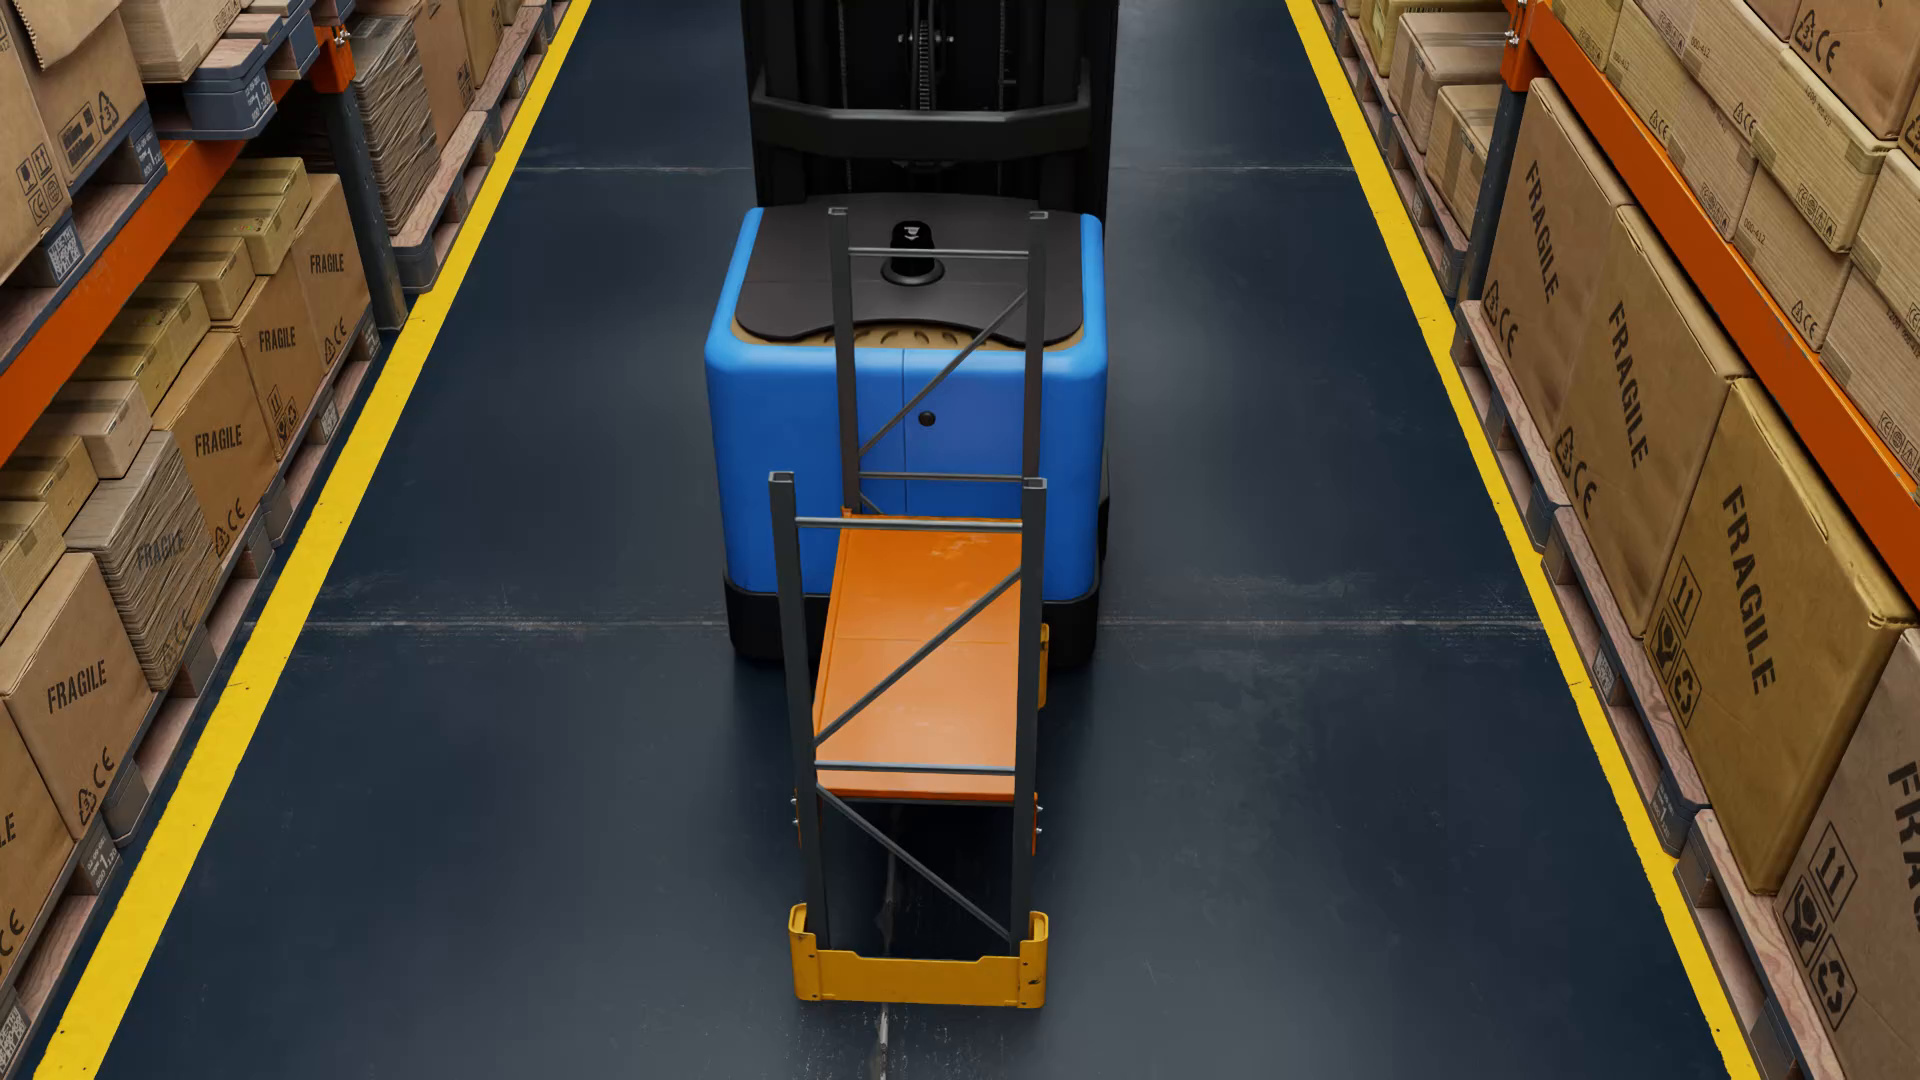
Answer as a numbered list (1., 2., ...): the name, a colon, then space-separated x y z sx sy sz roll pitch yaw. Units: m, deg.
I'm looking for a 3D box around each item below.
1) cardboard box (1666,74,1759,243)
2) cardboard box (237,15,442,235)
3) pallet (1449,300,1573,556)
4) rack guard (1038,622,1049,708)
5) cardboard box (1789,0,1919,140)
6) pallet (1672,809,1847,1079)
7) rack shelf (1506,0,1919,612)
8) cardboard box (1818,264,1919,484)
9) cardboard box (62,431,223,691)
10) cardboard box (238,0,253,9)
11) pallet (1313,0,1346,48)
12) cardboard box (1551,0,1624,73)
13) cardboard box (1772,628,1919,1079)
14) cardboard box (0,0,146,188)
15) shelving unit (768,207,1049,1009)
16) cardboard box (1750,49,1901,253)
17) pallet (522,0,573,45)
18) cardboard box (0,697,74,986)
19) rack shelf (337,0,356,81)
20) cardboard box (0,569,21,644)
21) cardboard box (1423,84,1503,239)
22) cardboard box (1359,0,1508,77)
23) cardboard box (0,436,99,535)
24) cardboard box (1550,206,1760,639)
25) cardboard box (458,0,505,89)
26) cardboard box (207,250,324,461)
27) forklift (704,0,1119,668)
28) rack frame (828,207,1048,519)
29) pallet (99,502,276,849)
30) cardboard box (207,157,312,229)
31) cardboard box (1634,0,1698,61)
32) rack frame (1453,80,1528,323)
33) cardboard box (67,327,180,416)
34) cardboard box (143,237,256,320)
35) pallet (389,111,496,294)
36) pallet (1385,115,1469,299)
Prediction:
1. cardboard box: 2.135 -0.975 4.187 0.500 0.250 0.500 1 39 1
2. cardboard box: -2.578 -1.610 6.423 0.875 0.625 0.625 1 39 1
3. pallet: 2.298 -0.407 5.589 1.003 0.211 1.213 0 39 0
4. rack guard: -0.051 0.341 4.624 0.587 0.250 0.087 2 39 2
5. cardboard box: 2.121 -1.160 3.419 0.500 0.500 0.500 1 39 1
6. pallet: 2.301 1.119 3.685 1.003 0.211 1.213 0 39 0
7. rack shelf: 2.375 -0.457 3.997 1.077 0.370 4.000 0 39 0
8. cardboard box: 2.144 -0.343 3.399 0.500 0.250 0.500 -1 39 -1
9. cardboard box: -2.363 0.058 4.442 0.500 0.500 0.500 -1 39 -2
10. cardboard box: -2.207 -1.638 4.760 0.380 0.149 0.250 1 39 1
11. pallet: 2.370 -2.915 8.718 1.003 0.211 1.213 0 39 0
12. cardboard box: 2.122 -1.624 4.997 0.500 0.250 0.500 -1 39 -1
13. cardboard box: 2.297 0.791 3.228 0.875 0.875 0.875 1 39 1
14. cardboard box: -2.404 -1.166 3.888 0.797 0.503 0.637 -1 39 -1
15. shelving unit: -0.072 0.165 3.845 0.587 1.500 1.083 2 39 2
16. cardboard box: 2.101 -0.856 3.639 0.500 0.250 0.500 1 39 1
17. pallet: -2.556 -2.935 8.744 1.003 0.211 1.213 0 39 0
18. cardboard box: -2.372 0.695 3.647 0.500 0.500 0.500 -1 39 -1
19. rack shelf: -2.593 -2.953 7.111 1.077 0.370 4.000 0 39 0
20. cardboard box: -2.387 0.191 3.757 0.380 0.149 0.250 0 39 0
21. cardboard box: 2.382 -1.480 6.464 0.950 0.372 0.625 -2 39 -3
22. cardboard box: 2.378 -2.416 7.632 0.950 0.372 0.625 1 39 1
23. cardboard box: -2.414 -0.133 4.161 0.380 0.149 0.250 0 39 0
24. cardboard box: 2.287 -0.333 4.631 0.875 0.875 0.875 0 39 1
25. cardboard box: -2.588 -2.439 7.459 0.875 0.625 0.625 -2 39 -2
26. cardboard box: -2.385 -0.594 5.255 0.500 0.500 0.500 -1 39 -1
27. forklift: -0.076 -1.685 5.009 1.130 2.935 3.031 2 39 2
28. rack frame: -0.050 -0.158 4.248 0.500 1.500 0.032 2 39 2
29. pallet: -2.629 0.334 4.665 1.003 0.211 1.213 0 39 0
30. cardboard box: -2.337 -1.115 5.388 0.380 0.149 0.250 -2 39 -2
31. cardboard box: 2.126 -1.485 4.424 0.500 0.250 0.500 1 39 1
32. rack frame: 2.373 -1.988 5.333 1.000 3.000 0.127 0 39 0
33. cardboard box: -2.394 -0.459 4.568 0.380 0.149 0.250 -1 39 -1
34. cardboard box: -2.350 -0.780 4.969 0.380 0.149 0.250 -1 39 -2
35. pallet: -2.553 -1.409 6.840 1.003 0.211 1.213 0 39 0
36. pallet: 2.373 -1.389 6.814 1.003 0.211 1.213 0 39 0
